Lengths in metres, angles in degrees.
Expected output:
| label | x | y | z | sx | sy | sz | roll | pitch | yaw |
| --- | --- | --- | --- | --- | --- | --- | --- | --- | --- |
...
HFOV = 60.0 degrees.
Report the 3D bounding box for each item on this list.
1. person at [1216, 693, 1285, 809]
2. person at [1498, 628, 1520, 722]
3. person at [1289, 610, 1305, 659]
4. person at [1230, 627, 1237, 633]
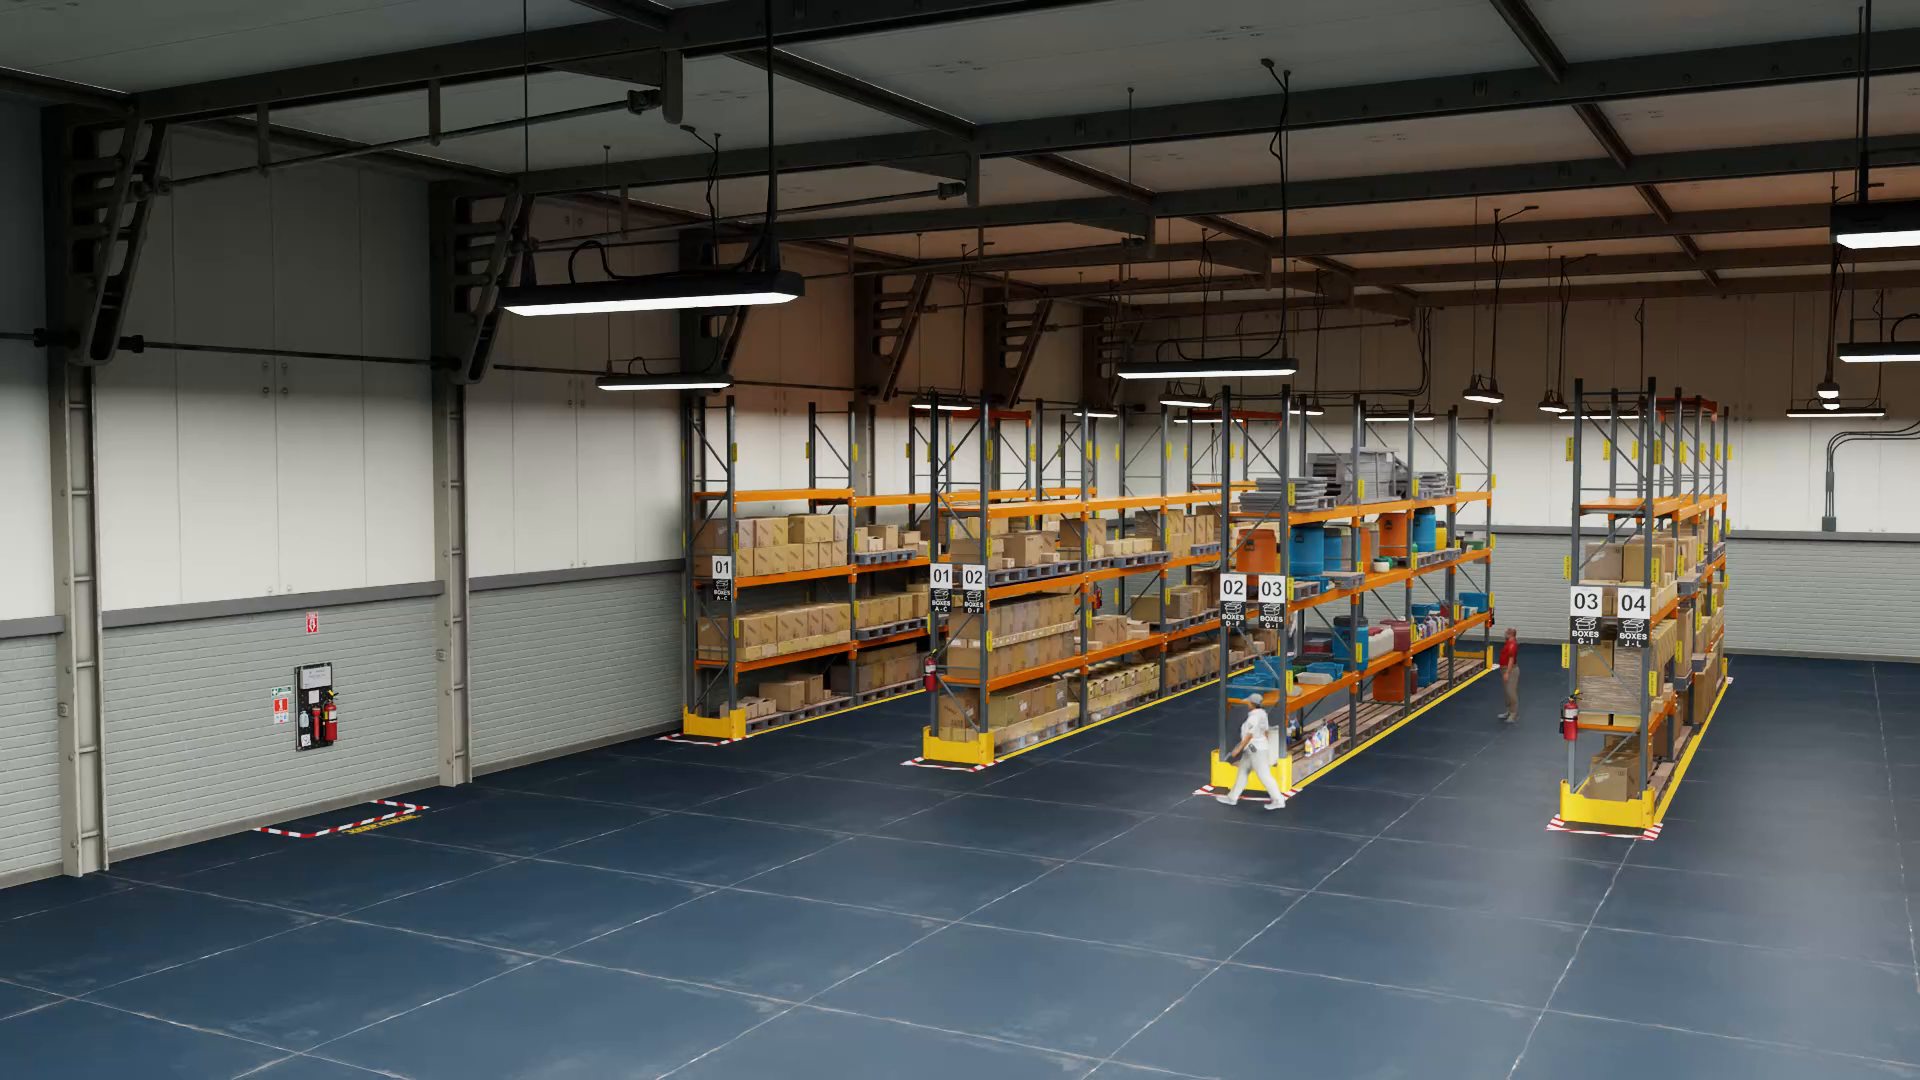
| label | x | y | z | sx | sy | sz | roll | pitch | yaw |
| --- | --- | --- | --- | --- | --- | --- | --- | --- | --- |
| person | 4.067 | 2.948 | 23.287 | 0.971 | 1.612 | 0.488 | 1 | 3 | 11 |
| person | 10.281 | 2.518 | 31.109 | 0.373 | 1.763 | 0.573 | 0 | 3 | 0 |
| person | 7.813 | 2.128 | 38.545 | 0.364 | 1.687 | 0.498 | 2 | 4 | 32 |
| person | 7.128 | 1.928 | 43.426 | 0.452 | 1.552 | 0.937 | 2 | 3 | 30 |
